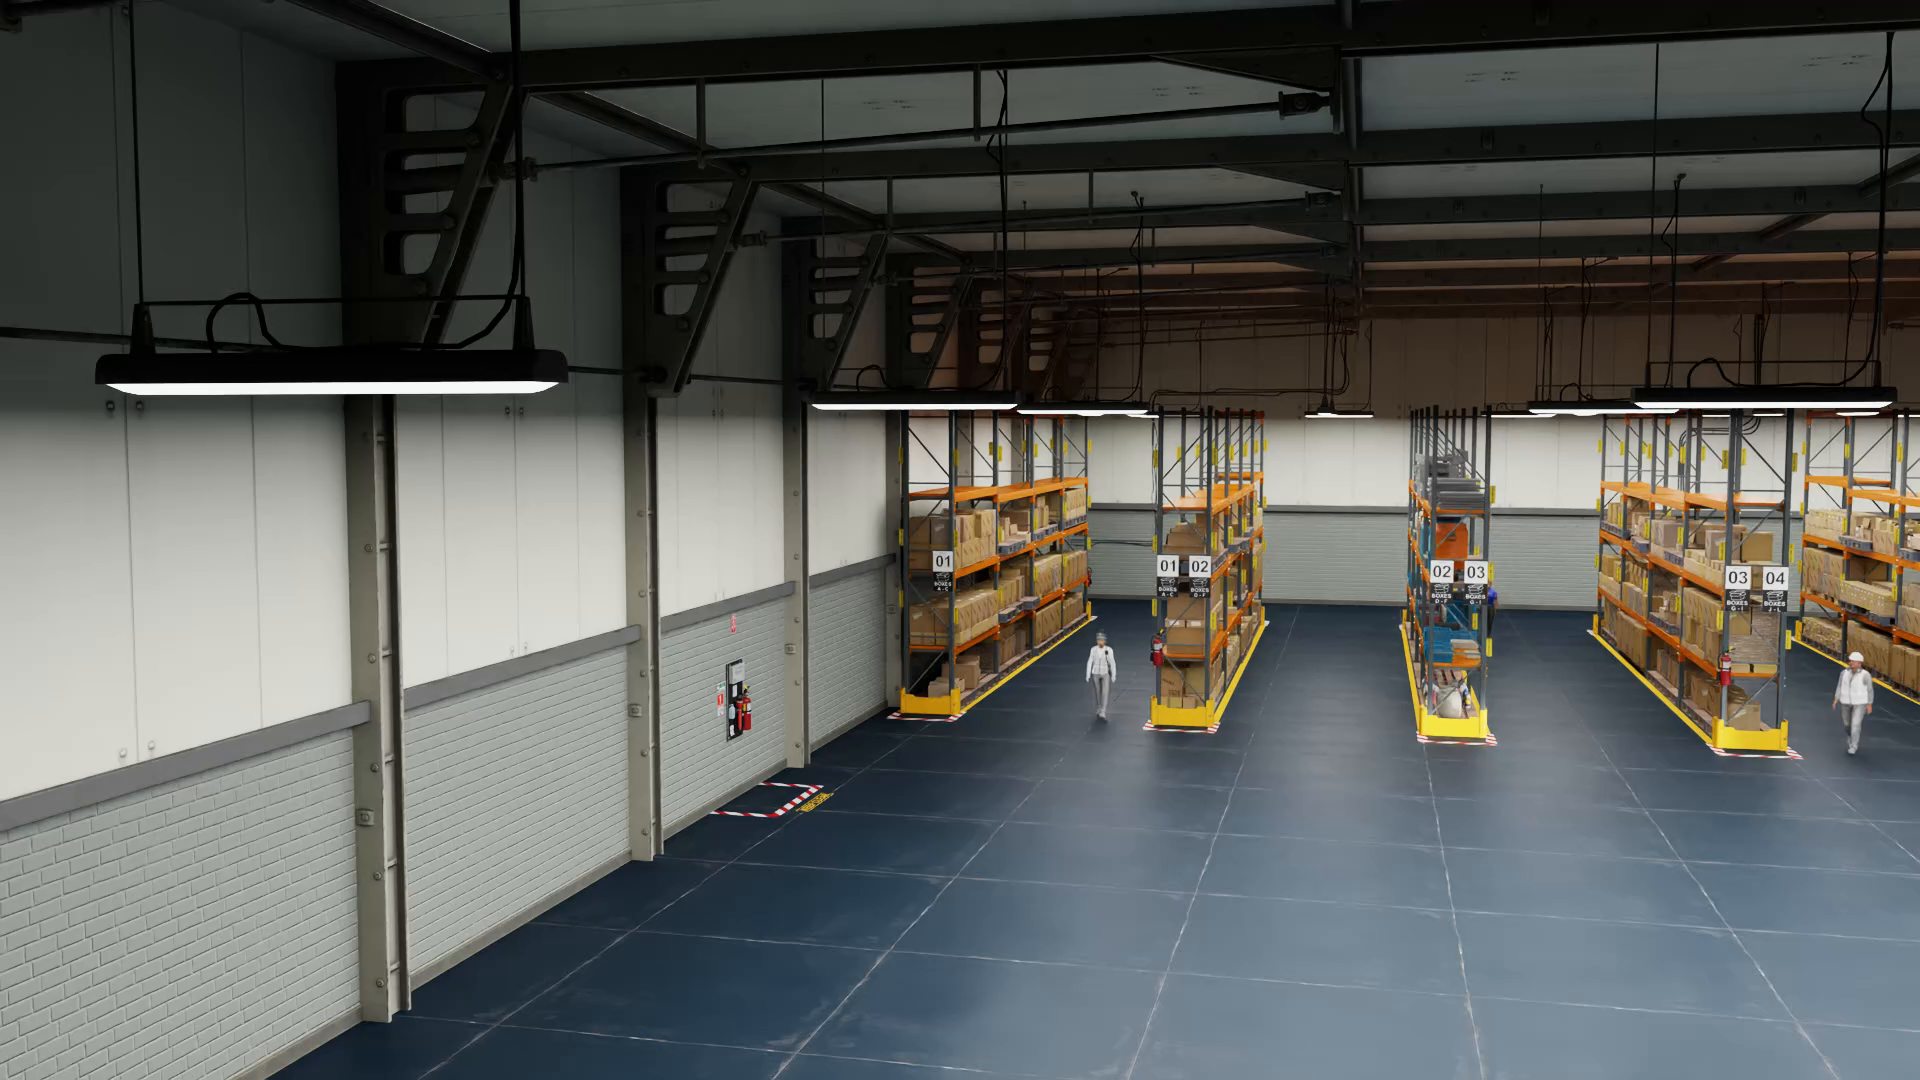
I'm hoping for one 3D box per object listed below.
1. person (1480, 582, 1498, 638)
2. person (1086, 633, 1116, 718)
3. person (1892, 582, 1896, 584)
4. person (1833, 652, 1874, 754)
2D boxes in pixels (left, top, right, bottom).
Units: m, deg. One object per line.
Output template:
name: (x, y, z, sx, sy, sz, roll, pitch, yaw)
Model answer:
person: (13.741, 1.807, 43.219, 0.447, 1.595, 1.021, 1, 4, 11)
person: (2.687, 2.597, 31.966, 0.532, 1.630, 1.007, 1, 4, 20)
person: (25.722, 1.543, 46.095, 1.046, 1.749, 0.541, 0, 4, 3)
person: (15.445, 2.788, 28.720, 0.595, 1.726, 1.064, 4, 5, 42)
